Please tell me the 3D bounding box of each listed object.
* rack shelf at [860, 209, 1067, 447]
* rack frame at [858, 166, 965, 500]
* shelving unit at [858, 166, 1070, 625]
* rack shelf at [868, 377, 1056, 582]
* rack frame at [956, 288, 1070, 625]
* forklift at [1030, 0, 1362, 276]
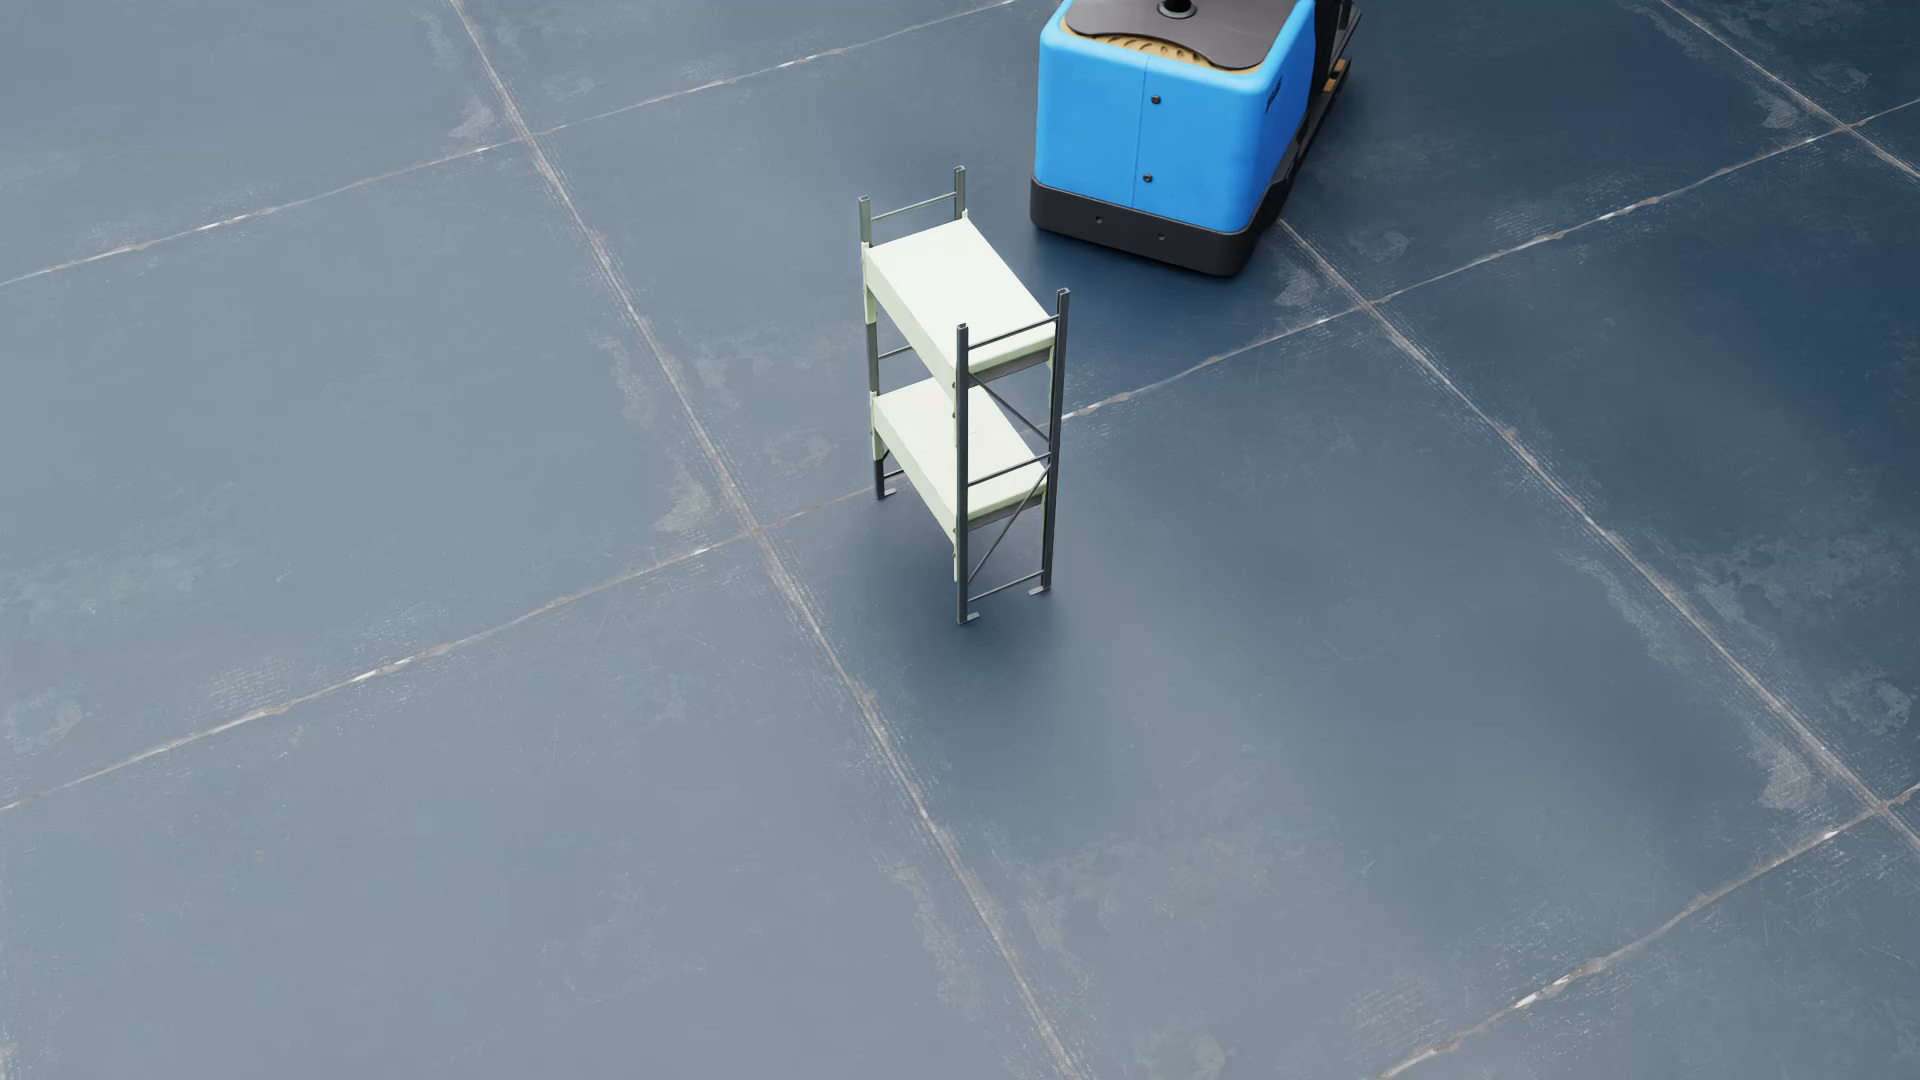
[{"bbox_3d":[0.003,-0.746,5.780,0.431,0.370,0.720,-21,52,-18],"label":"rack shelf"},{"bbox_3d":[-0.164,-0.734,6.288,0.400,1.500,0.023,-21,52,-18],"label":"rack frame"},{"bbox_3d":[0.003,-0.489,6.074,0.431,1.500,0.755,-21,52,-18],"label":"shelving unit"},{"bbox_3d":[0.003,-0.275,6.320,0.431,0.370,0.720,-21,52,-18],"label":"rack shelf"},{"bbox_3d":[0.171,-0.244,5.860,0.400,1.500,0.023,-21,52,-18],"label":"rack frame"},{"bbox_3d":[1.387,-3.299,7.581,1.130,2.935,3.031,18,51,15],"label":"forklift"}]
